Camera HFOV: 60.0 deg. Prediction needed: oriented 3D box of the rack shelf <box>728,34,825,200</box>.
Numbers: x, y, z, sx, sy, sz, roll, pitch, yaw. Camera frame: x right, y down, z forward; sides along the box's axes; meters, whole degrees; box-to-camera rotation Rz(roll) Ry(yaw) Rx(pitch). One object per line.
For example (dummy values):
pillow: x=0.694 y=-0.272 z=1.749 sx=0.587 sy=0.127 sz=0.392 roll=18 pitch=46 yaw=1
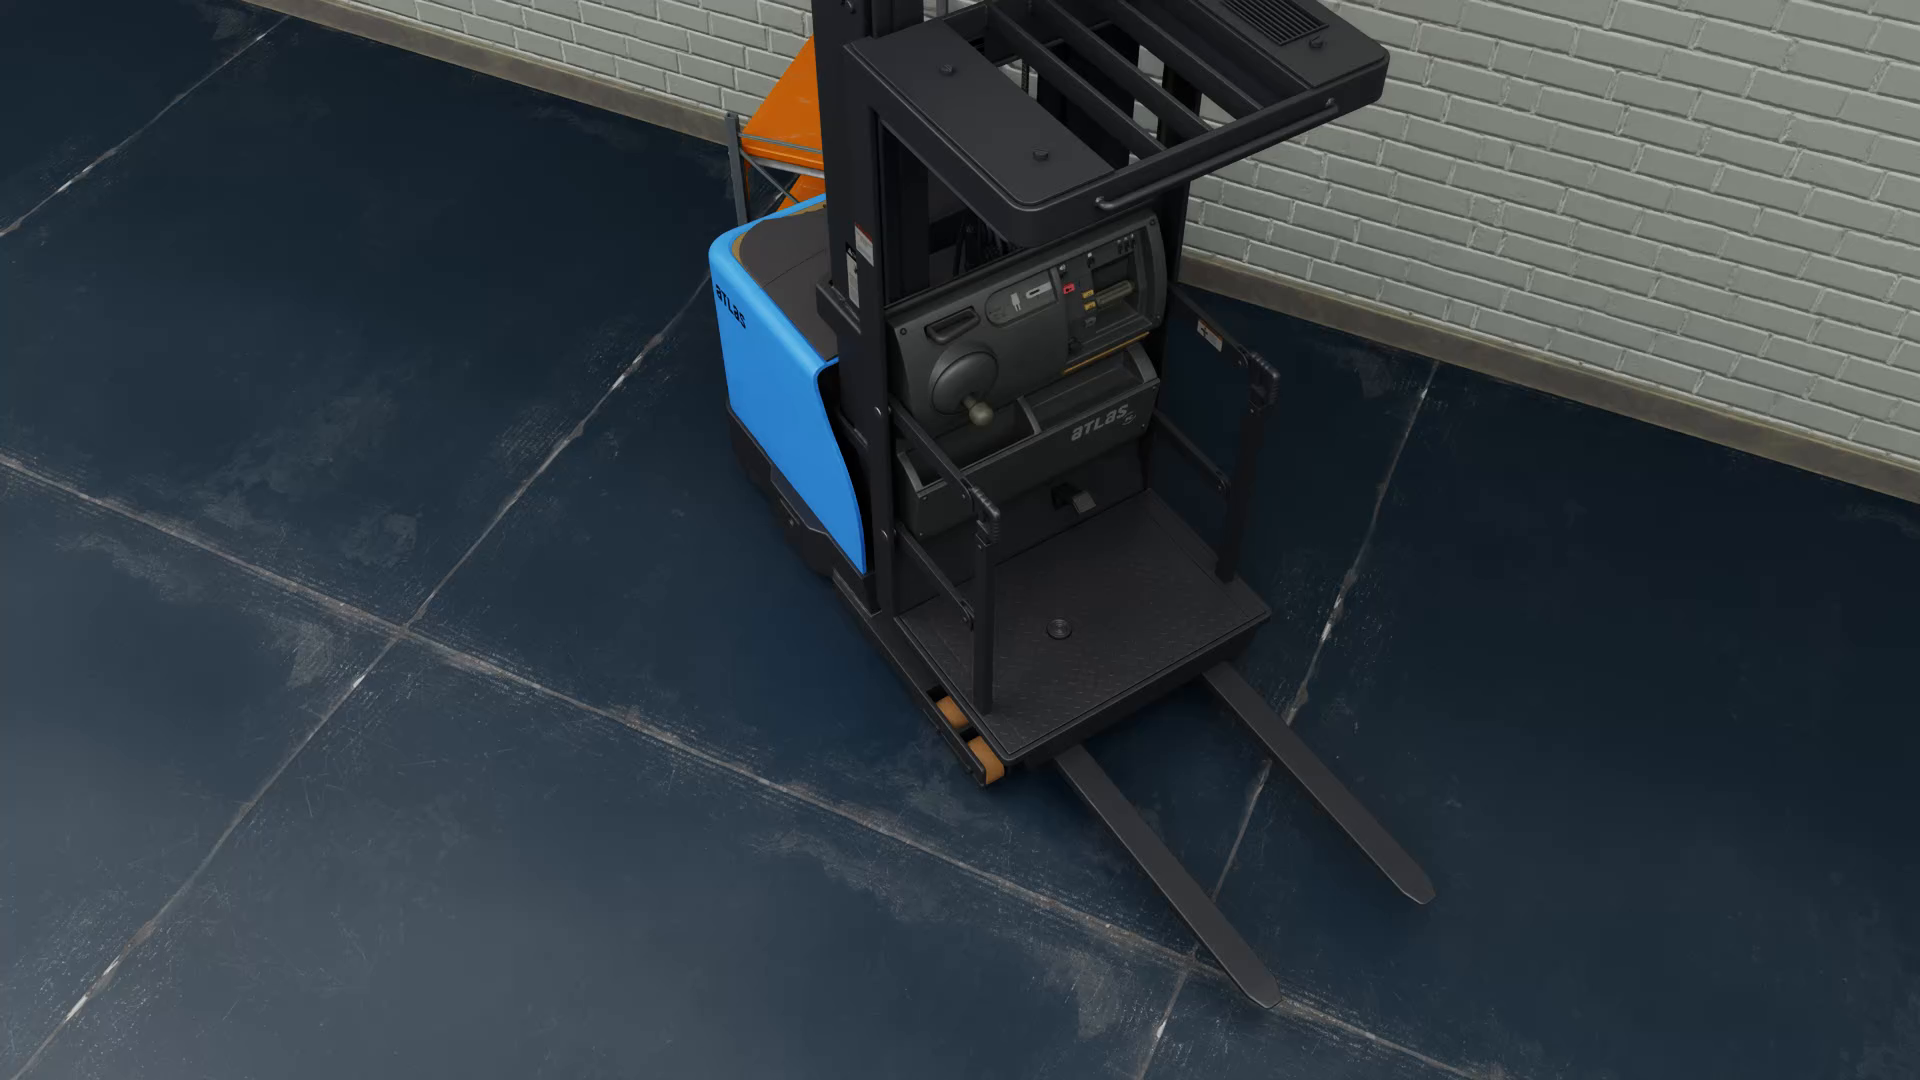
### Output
rack shelf: x=-0.455 y=-1.691 z=6.566 sx=0.538 sy=0.278 sz=1.000 roll=15 pitch=51 yaw=12

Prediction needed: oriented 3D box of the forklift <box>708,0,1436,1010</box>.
forklift: x=0.340 y=-0.553 z=4.796 sx=1.130 sy=2.935 sz=3.031 roll=-26 pitch=55 yaw=-21

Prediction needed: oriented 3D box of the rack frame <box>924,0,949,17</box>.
rack frame: x=-0.287 y=-1.866 z=7.100 sx=0.500 sy=1.125 sz=0.032 roll=15 pitch=51 yaw=12

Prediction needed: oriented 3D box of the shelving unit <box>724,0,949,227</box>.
shelving unit: x=-0.455 y=-1.501 z=6.789 sx=0.538 sy=1.125 sz=1.048 roll=15 pitch=51 yaw=12

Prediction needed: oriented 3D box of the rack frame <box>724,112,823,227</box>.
rack frame: x=-0.623 y=-1.136 z=6.478 sx=0.500 sy=1.125 sz=0.032 roll=15 pitch=51 yaw=12

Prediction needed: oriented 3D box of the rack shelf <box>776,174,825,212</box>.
rack shelf: x=-0.455 y=-1.343 z=6.975 sx=0.538 sy=0.278 sz=1.000 roll=15 pitch=51 yaw=12
